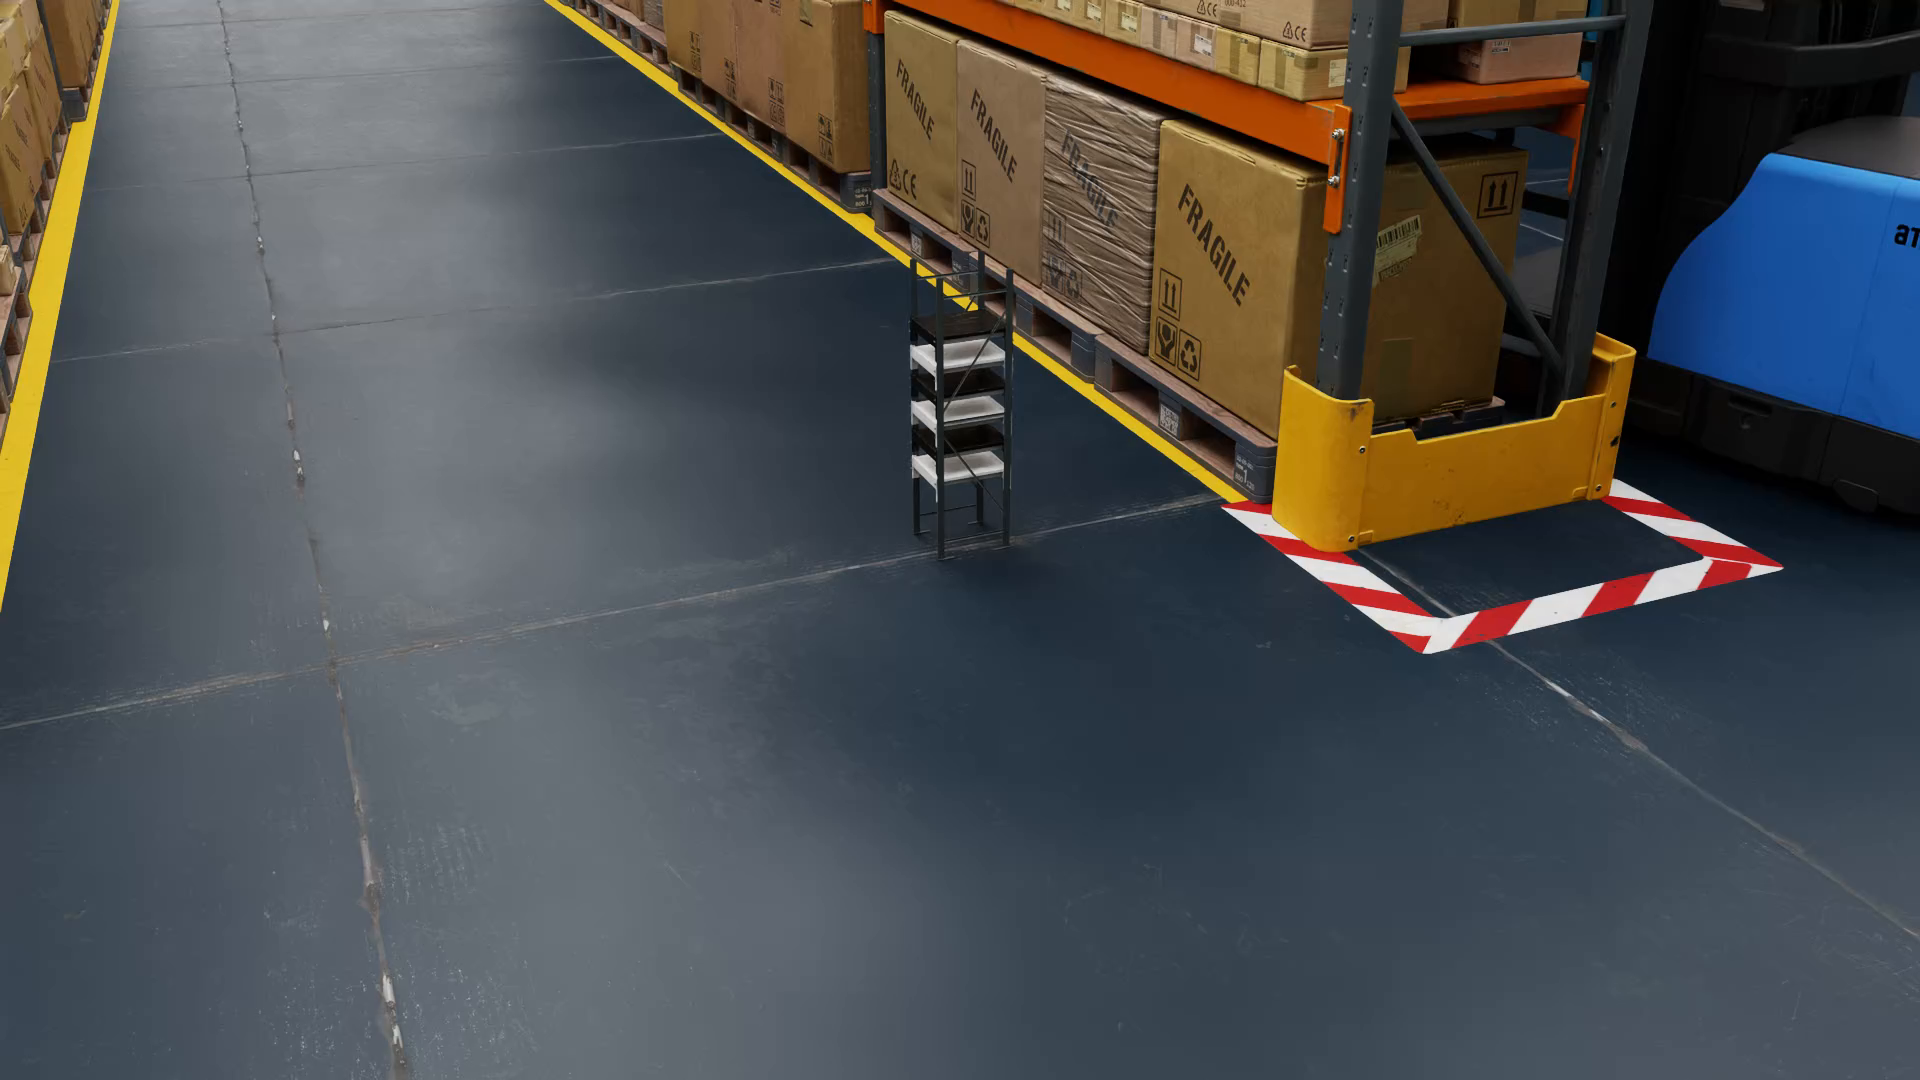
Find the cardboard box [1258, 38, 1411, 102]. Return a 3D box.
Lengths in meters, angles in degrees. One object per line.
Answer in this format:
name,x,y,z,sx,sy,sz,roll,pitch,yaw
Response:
cardboard box,1.145,-1.453,5.093,0.380,0.149,0.250,-10,28,-20

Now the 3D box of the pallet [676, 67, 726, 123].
pallet,-1.306,-3.124,11.407,1.003,0.211,1.213,-11,28,-21

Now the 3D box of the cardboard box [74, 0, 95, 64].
cardboard box,-6.650,-3.688,11.470,1.050,0.750,0.750,-10,28,-20

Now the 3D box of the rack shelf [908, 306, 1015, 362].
rack shelf,0.003,-0.614,4.942,0.258,0.077,0.200,-11,28,-21

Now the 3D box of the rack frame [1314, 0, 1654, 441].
rack frame,1.587,-1.478,4.859,1.000,3.000,0.127,-11,28,-21

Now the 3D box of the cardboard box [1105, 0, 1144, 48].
cardboard box,0.743,-1.865,5.936,0.380,0.149,0.250,-11,28,-22

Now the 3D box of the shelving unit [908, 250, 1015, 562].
shelving unit,0.003,-0.401,5.046,0.258,0.900,0.210,-11,28,-21

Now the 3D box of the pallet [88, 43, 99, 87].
pallet,-6.862,-3.466,12.109,1.003,0.211,1.213,-11,28,-21

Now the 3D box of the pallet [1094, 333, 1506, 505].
pallet,1.202,-0.534,6.104,1.003,0.211,1.213,-11,28,-21

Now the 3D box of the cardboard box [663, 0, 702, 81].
cardboard box,-1.295,-3.660,11.270,1.225,0.875,0.875,-12,28,-23

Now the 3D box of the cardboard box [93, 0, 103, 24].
cardboard box,-7.390,-4.454,13.039,1.050,0.750,0.750,-11,28,-21

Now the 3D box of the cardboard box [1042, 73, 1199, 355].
cardboard box,0.907,-1.324,6.486,0.875,0.875,0.875,-11,28,-21

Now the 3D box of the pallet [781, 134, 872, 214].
pallet,-0.351,-2.139,9.389,1.003,0.211,1.213,-11,28,-21

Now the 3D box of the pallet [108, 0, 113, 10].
pallet,-8.423,-5.072,15.397,1.003,0.211,1.213,-11,28,-21

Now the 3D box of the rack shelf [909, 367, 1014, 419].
rack shelf,0.003,-0.452,5.021,0.258,0.077,0.200,-11,28,-21

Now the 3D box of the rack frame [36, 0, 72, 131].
rack frame,-6.149,-3.896,9.812,1.000,3.000,0.127,-11,28,-21

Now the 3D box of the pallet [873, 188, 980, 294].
pallet,0.247,-1.520,8.122,1.003,0.211,1.213,-11,28,-21

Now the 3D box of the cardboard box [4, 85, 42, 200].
cardboard box,-4.837,-1.904,8.102,0.500,0.500,0.500,-9,28,-18

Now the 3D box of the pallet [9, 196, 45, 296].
pallet,-4.889,-1.343,7.759,1.003,0.211,1.213,-11,28,-21

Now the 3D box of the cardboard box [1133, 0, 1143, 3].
cardboard box,0.756,-2.105,5.974,0.500,0.250,0.500,-12,28,-22

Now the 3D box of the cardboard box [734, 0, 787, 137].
cardboard box,-0.599,-2.943,9.801,1.225,0.875,0.875,-12,28,-22

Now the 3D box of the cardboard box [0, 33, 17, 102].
cardboard box,-4.840,-2.242,7.939,0.500,0.250,0.500,-10,28,-19

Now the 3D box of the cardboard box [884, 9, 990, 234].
cardboard box,0.206,-2.047,7.966,0.875,0.875,0.875,-11,28,-21

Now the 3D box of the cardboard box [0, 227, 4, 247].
cardboard box,-4.167,-1.250,6.824,0.380,0.149,0.250,-10,28,-20

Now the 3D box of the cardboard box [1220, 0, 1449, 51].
cardboard box,1.153,-1.695,5.134,0.500,0.250,0.500,-11,28,-21

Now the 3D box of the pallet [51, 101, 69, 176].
pallet,-5.844,-2.328,9.777,1.003,0.211,1.213,-11,28,-21

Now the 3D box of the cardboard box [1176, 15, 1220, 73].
cardboard box,0.944,-1.659,5.516,0.380,0.149,0.250,-11,28,-20

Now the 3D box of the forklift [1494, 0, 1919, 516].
forklift,2.554,-1.974,5.953,1.130,2.935,3.031,-18,31,-33

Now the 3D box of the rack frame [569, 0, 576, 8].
rack frame,-3.112,-6.323,14.781,1.000,3.000,0.127,-11,28,-21

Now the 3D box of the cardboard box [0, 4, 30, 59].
cardboard box,-5.248,-2.658,8.791,0.500,0.250,0.500,-10,28,-19

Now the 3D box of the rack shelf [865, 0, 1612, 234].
rack shelf,0.804,-1.962,6.670,1.077,0.370,4.000,-11,28,-21

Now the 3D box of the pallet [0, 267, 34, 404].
pallet,-4.287,-0.764,6.573,1.003,0.211,1.213,-11,28,-21

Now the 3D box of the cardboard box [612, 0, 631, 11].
cardboard box,-2.503,-4.724,13.854,0.700,0.500,0.500,-13,29,-25

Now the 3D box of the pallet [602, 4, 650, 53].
pallet,-2.324,-4.262,13.739,1.003,0.211,1.213,-11,28,-21

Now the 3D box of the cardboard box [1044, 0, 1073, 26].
cardboard box,0.546,-2.070,6.357,0.380,0.149,0.250,-10,28,-20

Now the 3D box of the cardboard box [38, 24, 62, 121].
cardboard box,-5.651,-2.741,9.816,0.500,0.500,0.500,-11,28,-21

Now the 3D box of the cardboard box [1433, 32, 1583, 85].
cardboard box,1.752,-1.565,5.324,0.380,0.149,0.250,-10,28,-20

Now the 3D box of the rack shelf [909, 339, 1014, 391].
rack shelf,0.003,-0.533,4.981,0.258,0.077,0.200,-11,28,-21

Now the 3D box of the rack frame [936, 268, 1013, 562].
rack frame,0.043,-0.360,4.962,0.240,0.900,0.006,-11,28,-21

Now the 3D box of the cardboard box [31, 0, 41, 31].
cardboard box,-5.640,-3.068,9.630,0.500,0.250,0.500,-11,28,-22

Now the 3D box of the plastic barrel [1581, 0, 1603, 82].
plastic barrel,4.381,-3.412,10.733,0.600,0.901,0.708,-11,28,-21

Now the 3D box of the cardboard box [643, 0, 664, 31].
cardboard box,-2.055,-4.271,12.927,0.700,0.500,0.500,-13,29,-25

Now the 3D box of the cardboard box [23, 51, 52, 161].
cardboard box,-5.229,-2.320,8.954,0.500,0.500,0.500,-12,28,-23

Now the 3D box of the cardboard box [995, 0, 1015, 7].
cardboard box,0.339,-2.280,6.788,0.380,0.149,0.250,-10,28,-20
